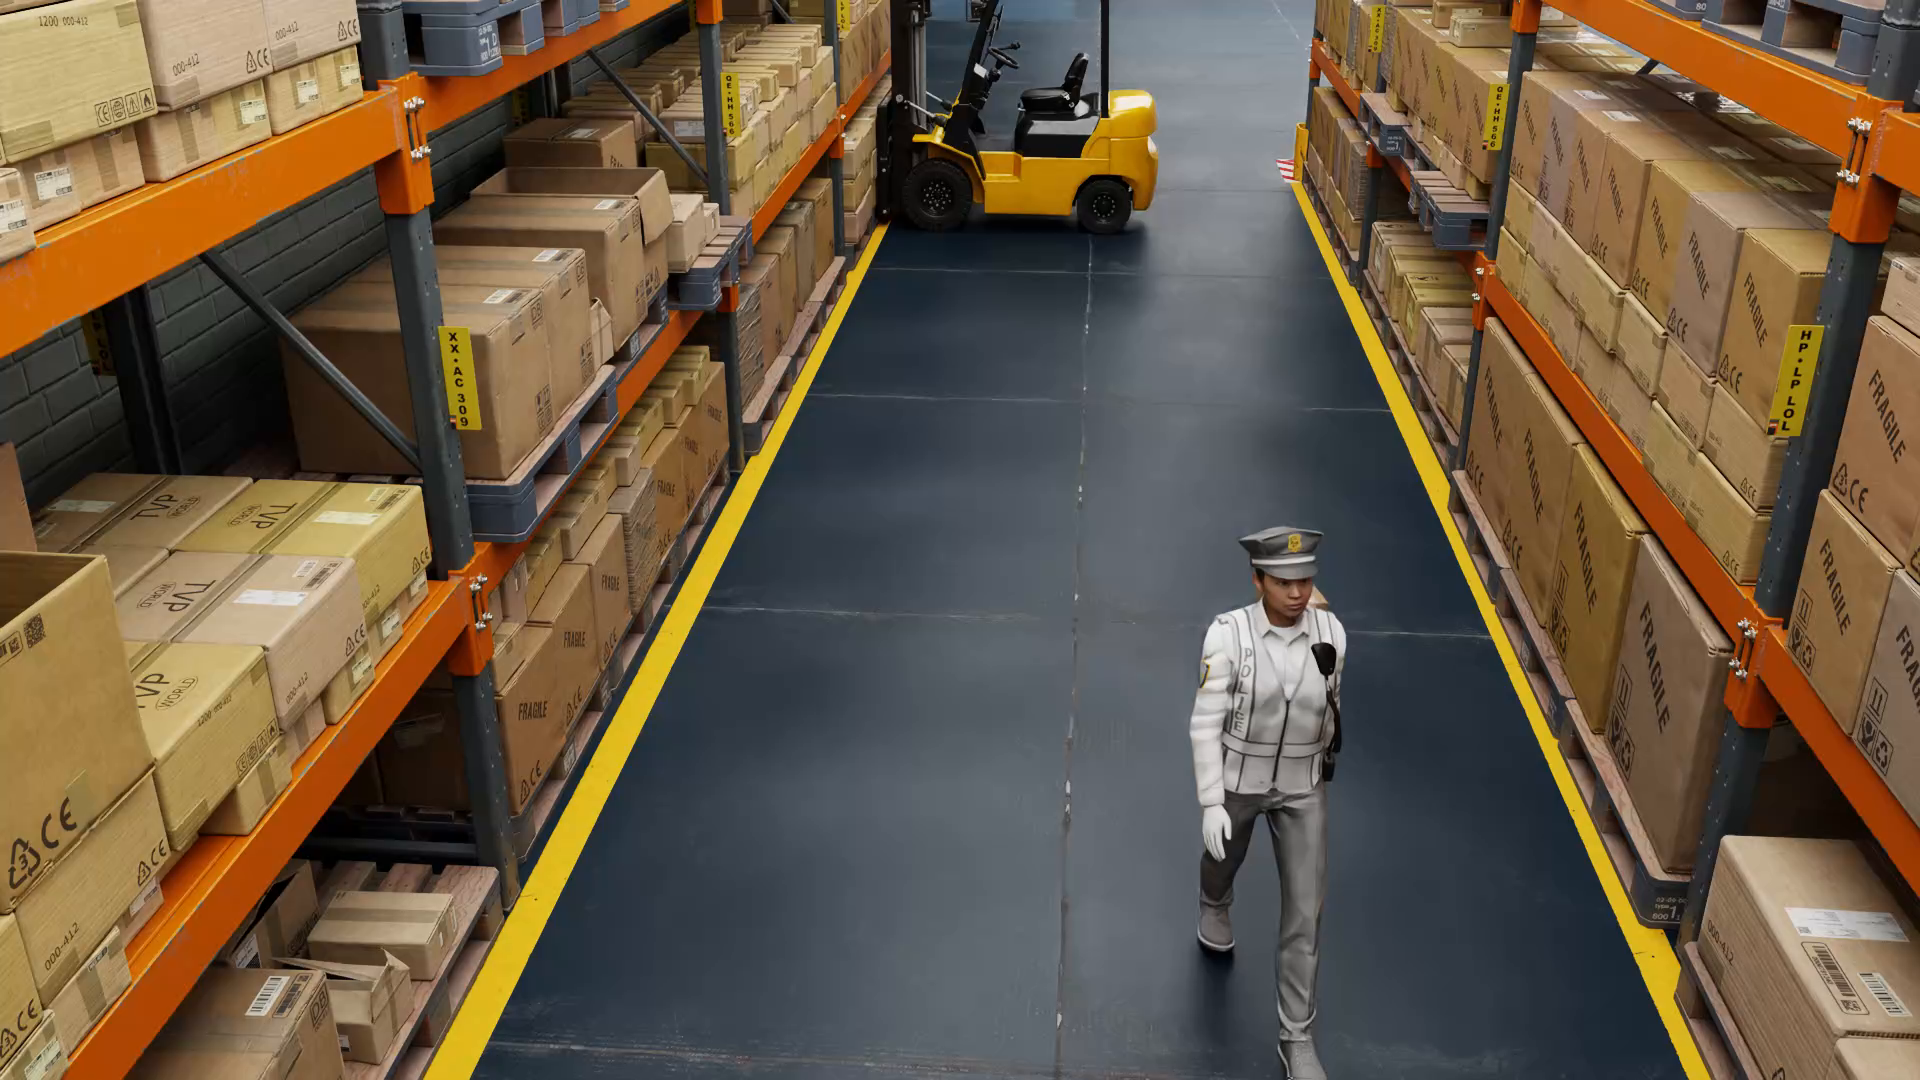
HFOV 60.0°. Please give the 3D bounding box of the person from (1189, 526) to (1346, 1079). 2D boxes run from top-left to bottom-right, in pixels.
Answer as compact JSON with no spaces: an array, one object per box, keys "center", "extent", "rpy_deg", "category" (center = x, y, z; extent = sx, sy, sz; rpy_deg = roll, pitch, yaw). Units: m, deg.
[{"center":[0.915,0.731,4.961],"extent":[0.482,1.632,0.979],"rpy_deg":[0,25,0],"category":"person"}]
